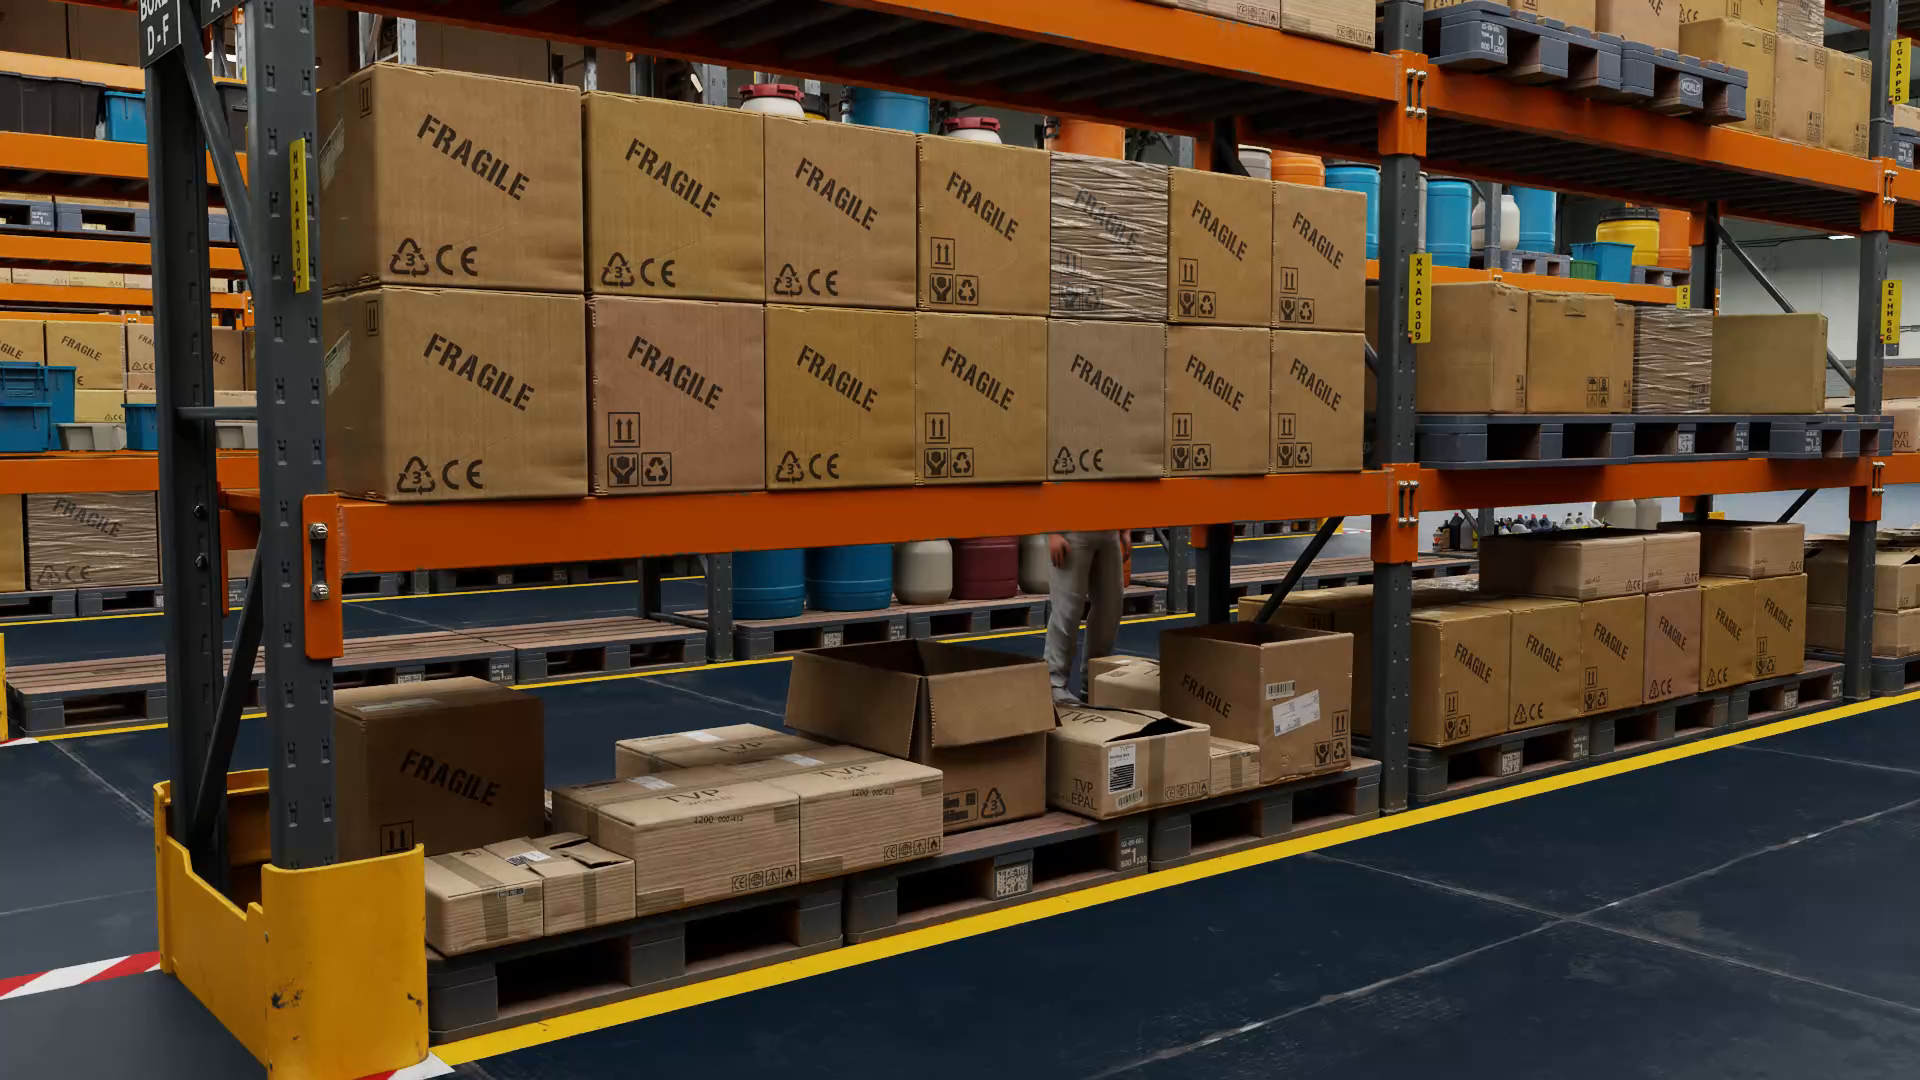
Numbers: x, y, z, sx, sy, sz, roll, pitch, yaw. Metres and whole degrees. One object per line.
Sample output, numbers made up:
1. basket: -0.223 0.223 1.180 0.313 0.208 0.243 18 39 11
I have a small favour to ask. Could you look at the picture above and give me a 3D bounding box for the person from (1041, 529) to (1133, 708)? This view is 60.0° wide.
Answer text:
1. person: 0.658 -0.022 8.732 0.591 1.748 0.435 -4 6 -40
